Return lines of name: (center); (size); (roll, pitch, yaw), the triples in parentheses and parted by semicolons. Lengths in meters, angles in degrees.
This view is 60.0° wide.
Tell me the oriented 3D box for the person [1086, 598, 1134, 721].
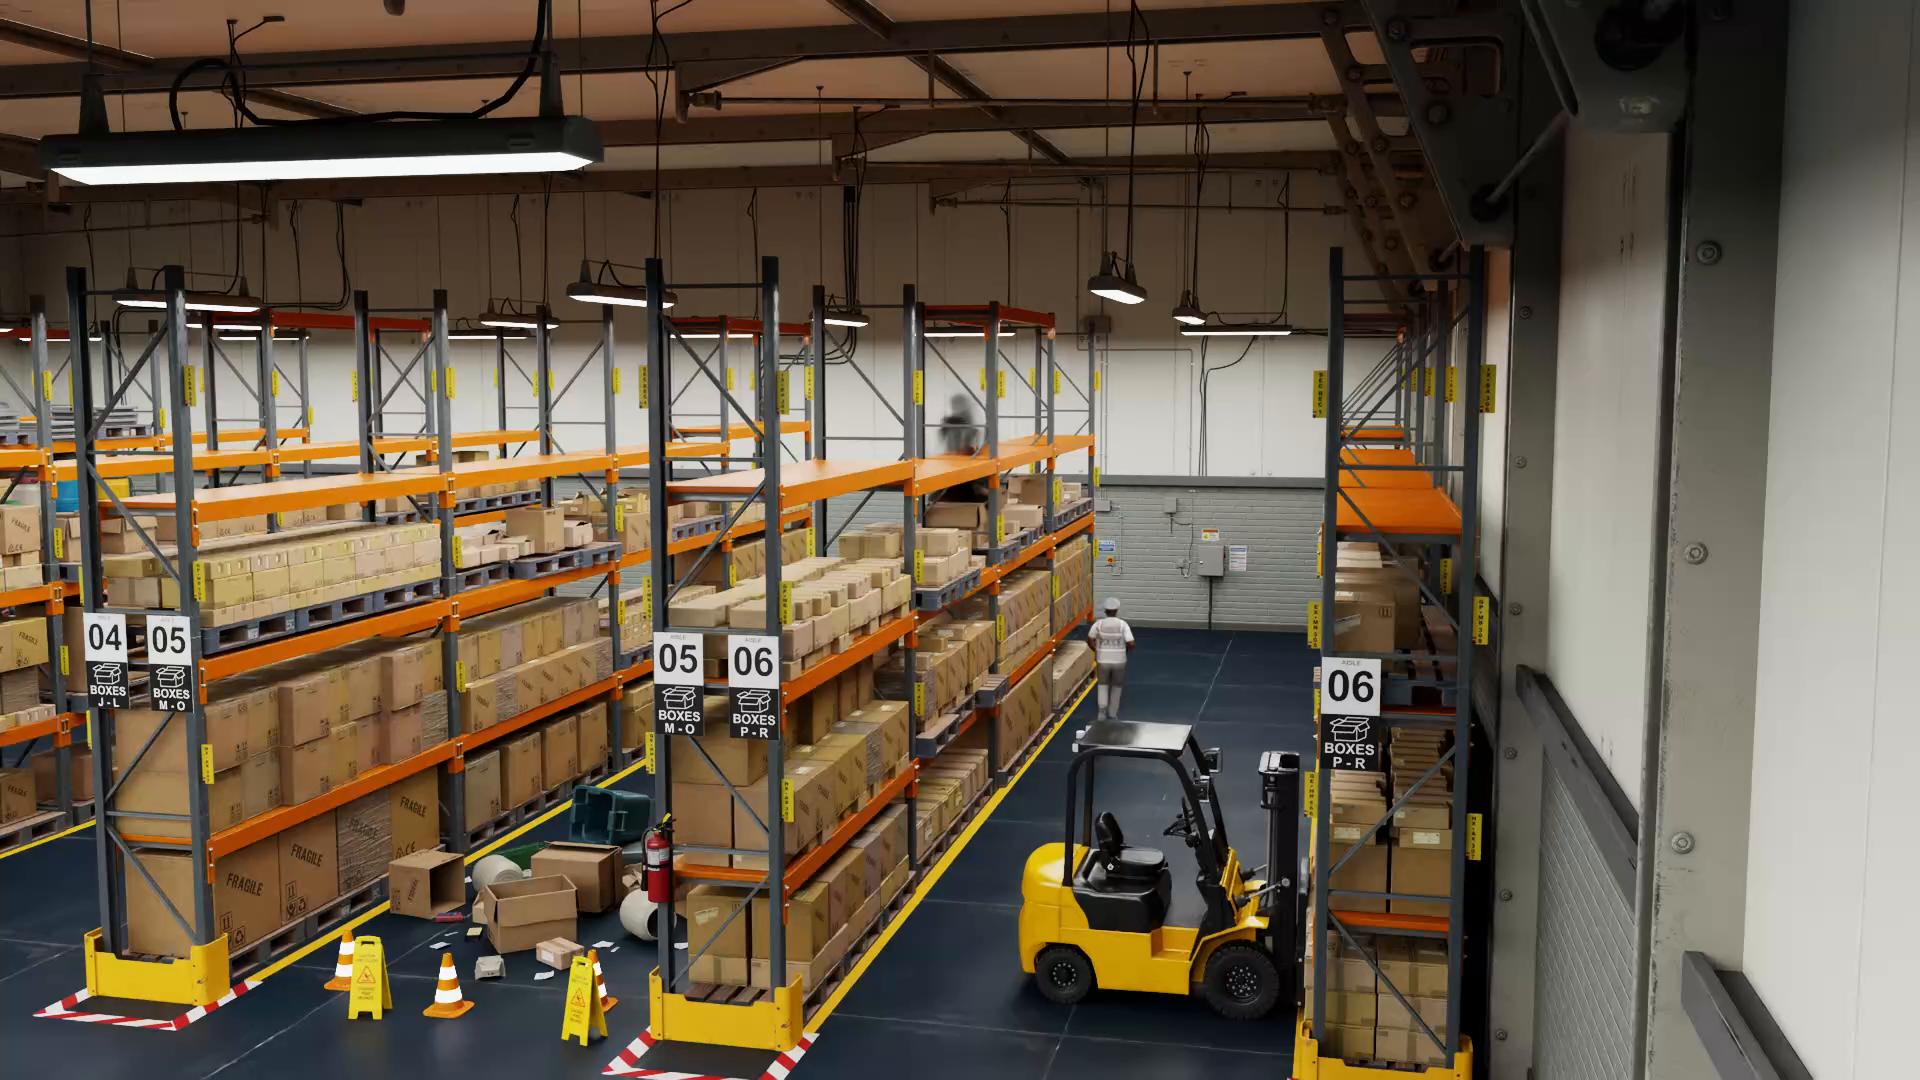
person: (2.107, 1.687, 23.214); (0.659, 1.775, 0.583); (1, 6, 10)
